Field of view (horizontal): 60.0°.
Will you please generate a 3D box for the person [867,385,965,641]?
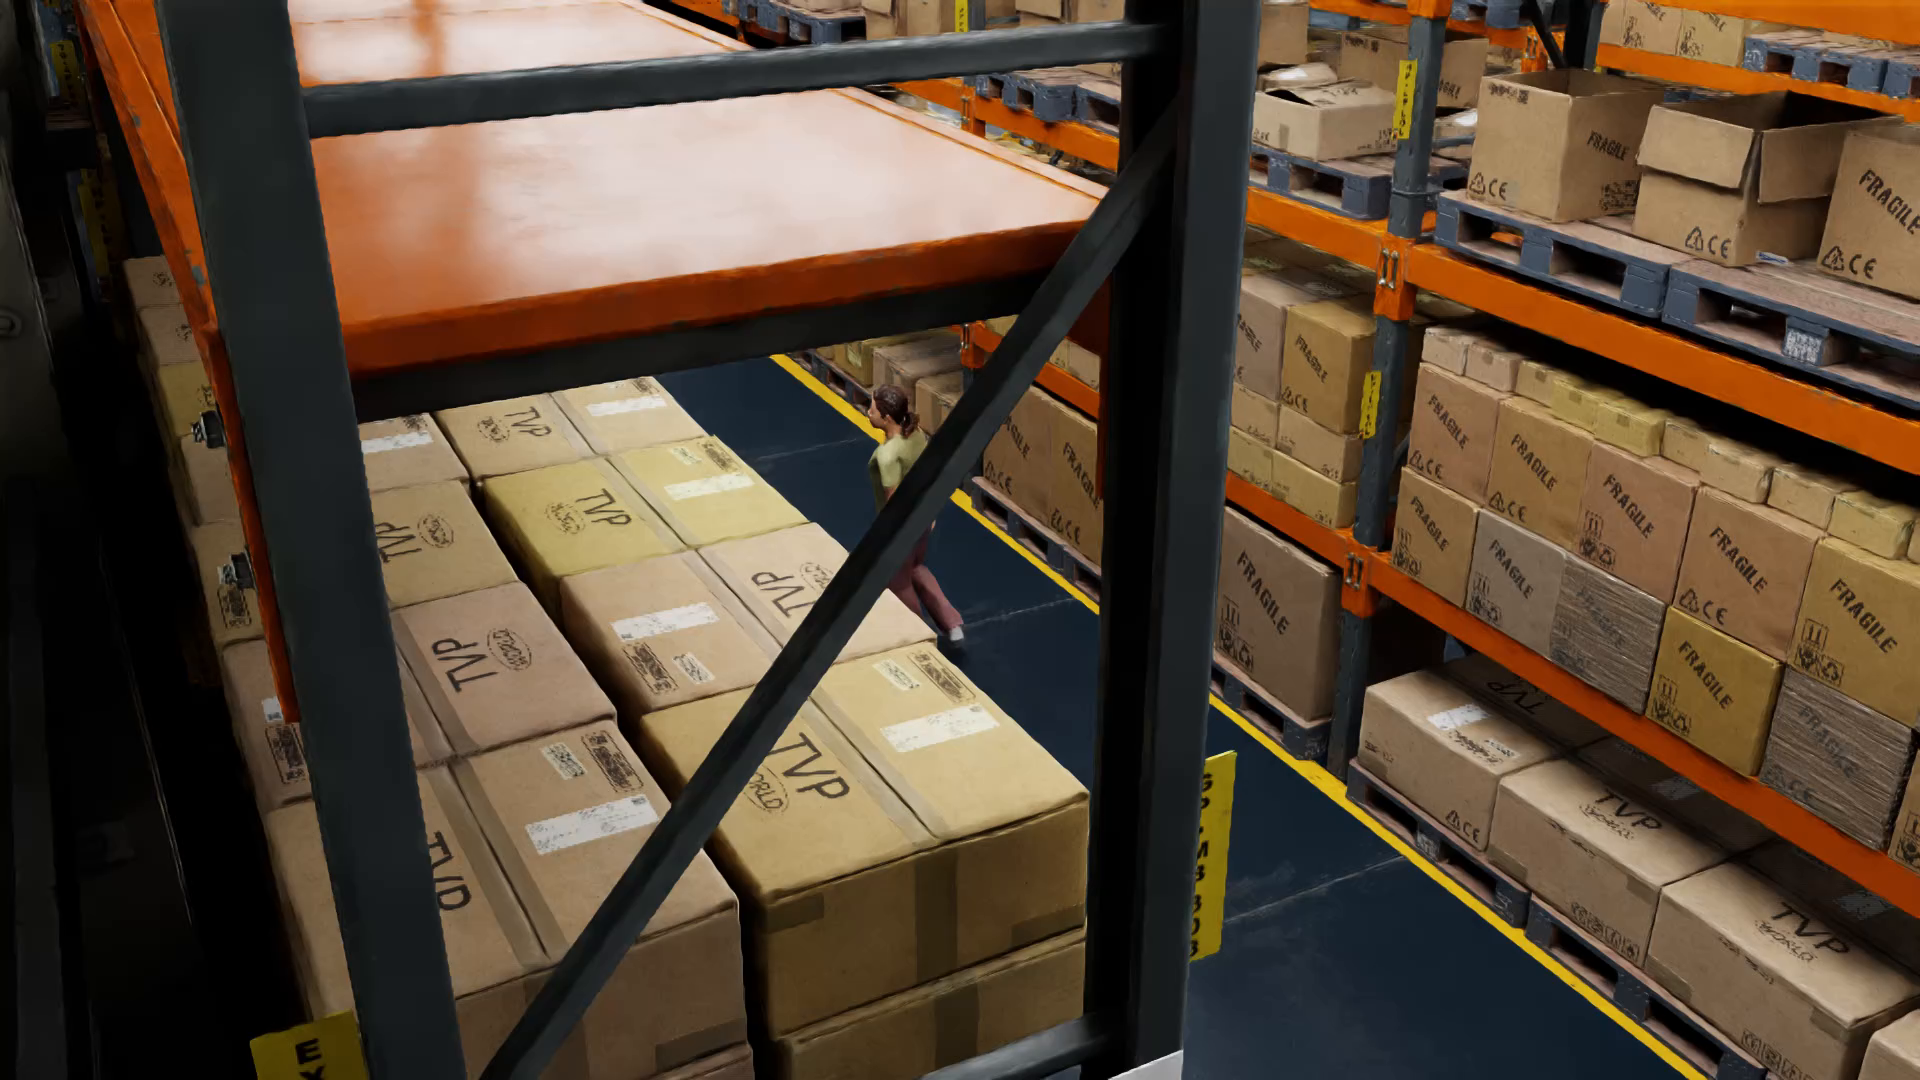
[{"bbox_3d":[-0.233,-0.070,9.261,0.506,1.662,0.514,13,28,24],"label":"person"}]
